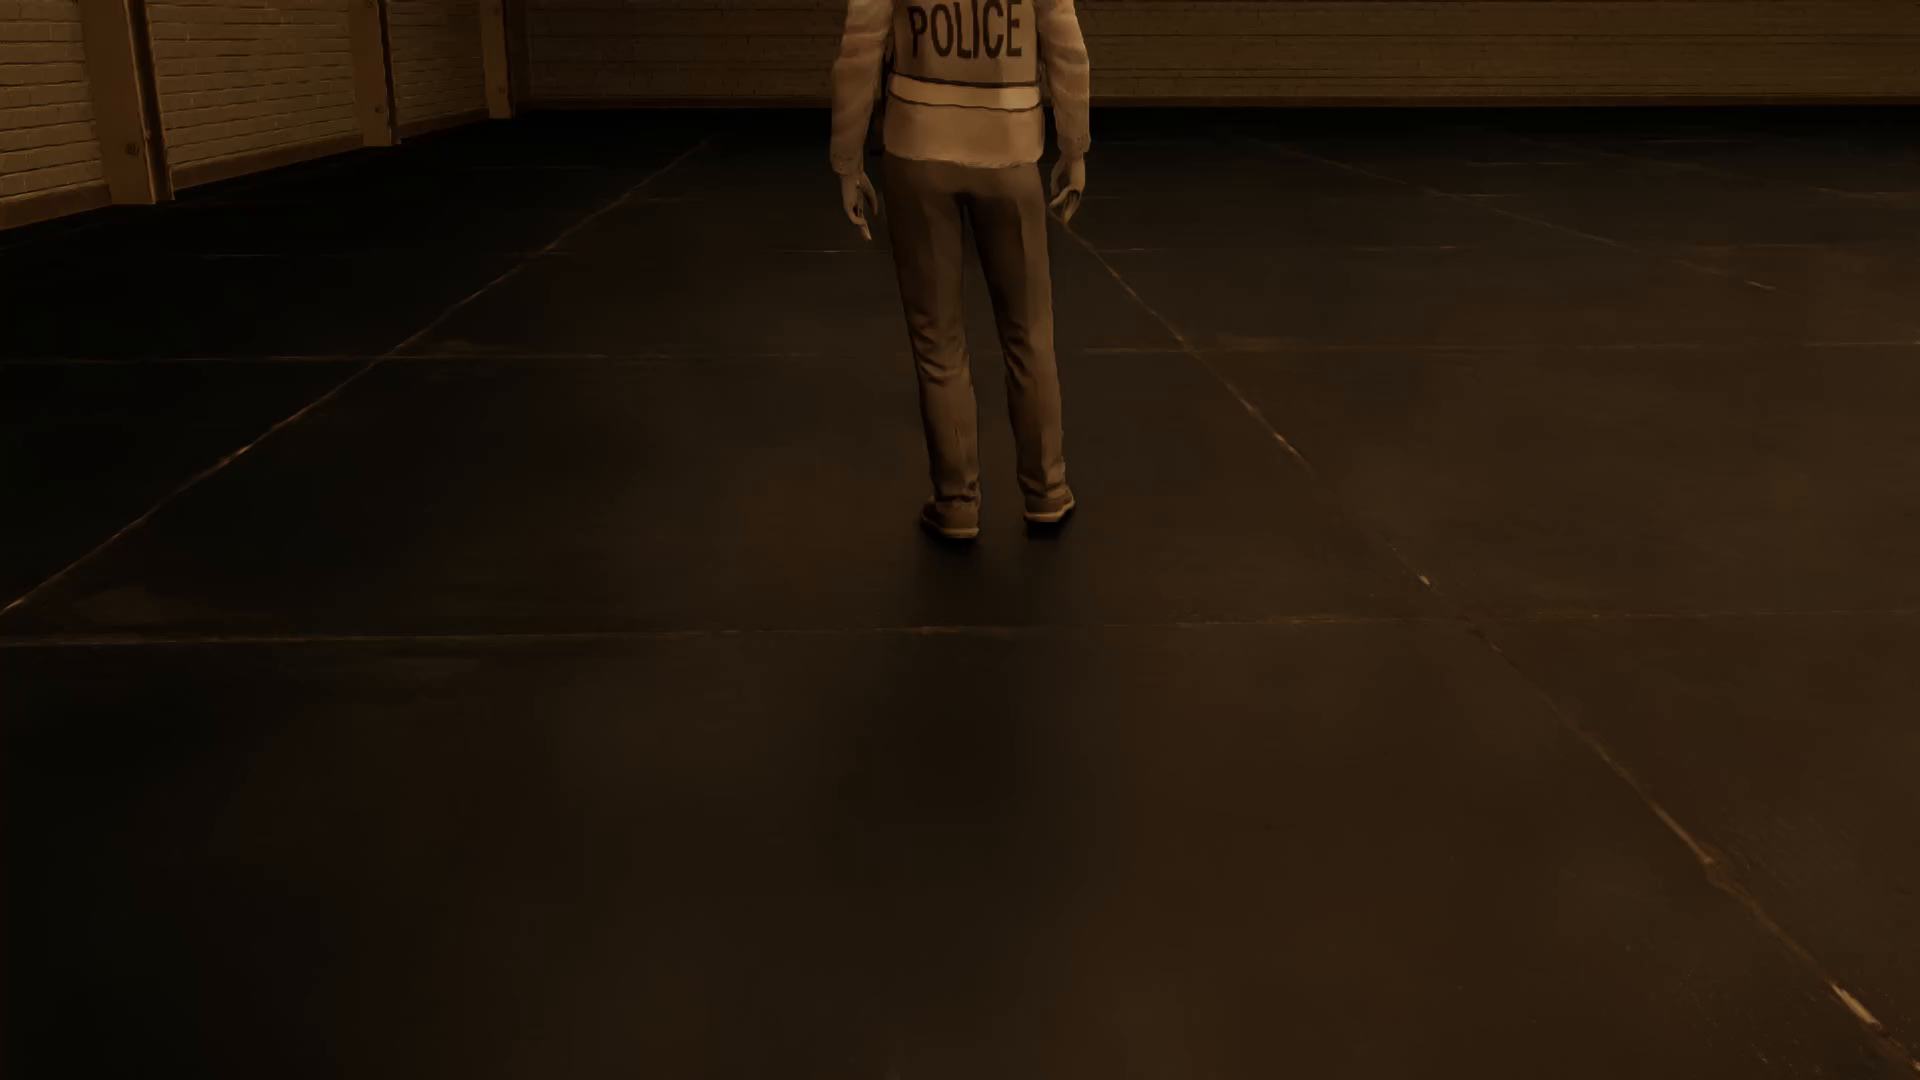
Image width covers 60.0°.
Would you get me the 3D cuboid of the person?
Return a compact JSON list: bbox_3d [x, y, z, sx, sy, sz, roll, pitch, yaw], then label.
[{"bbox_3d":[0.003,-0.838,3.733,0.586,1.695,0.533,-1,17,-3],"label":"person"}]
